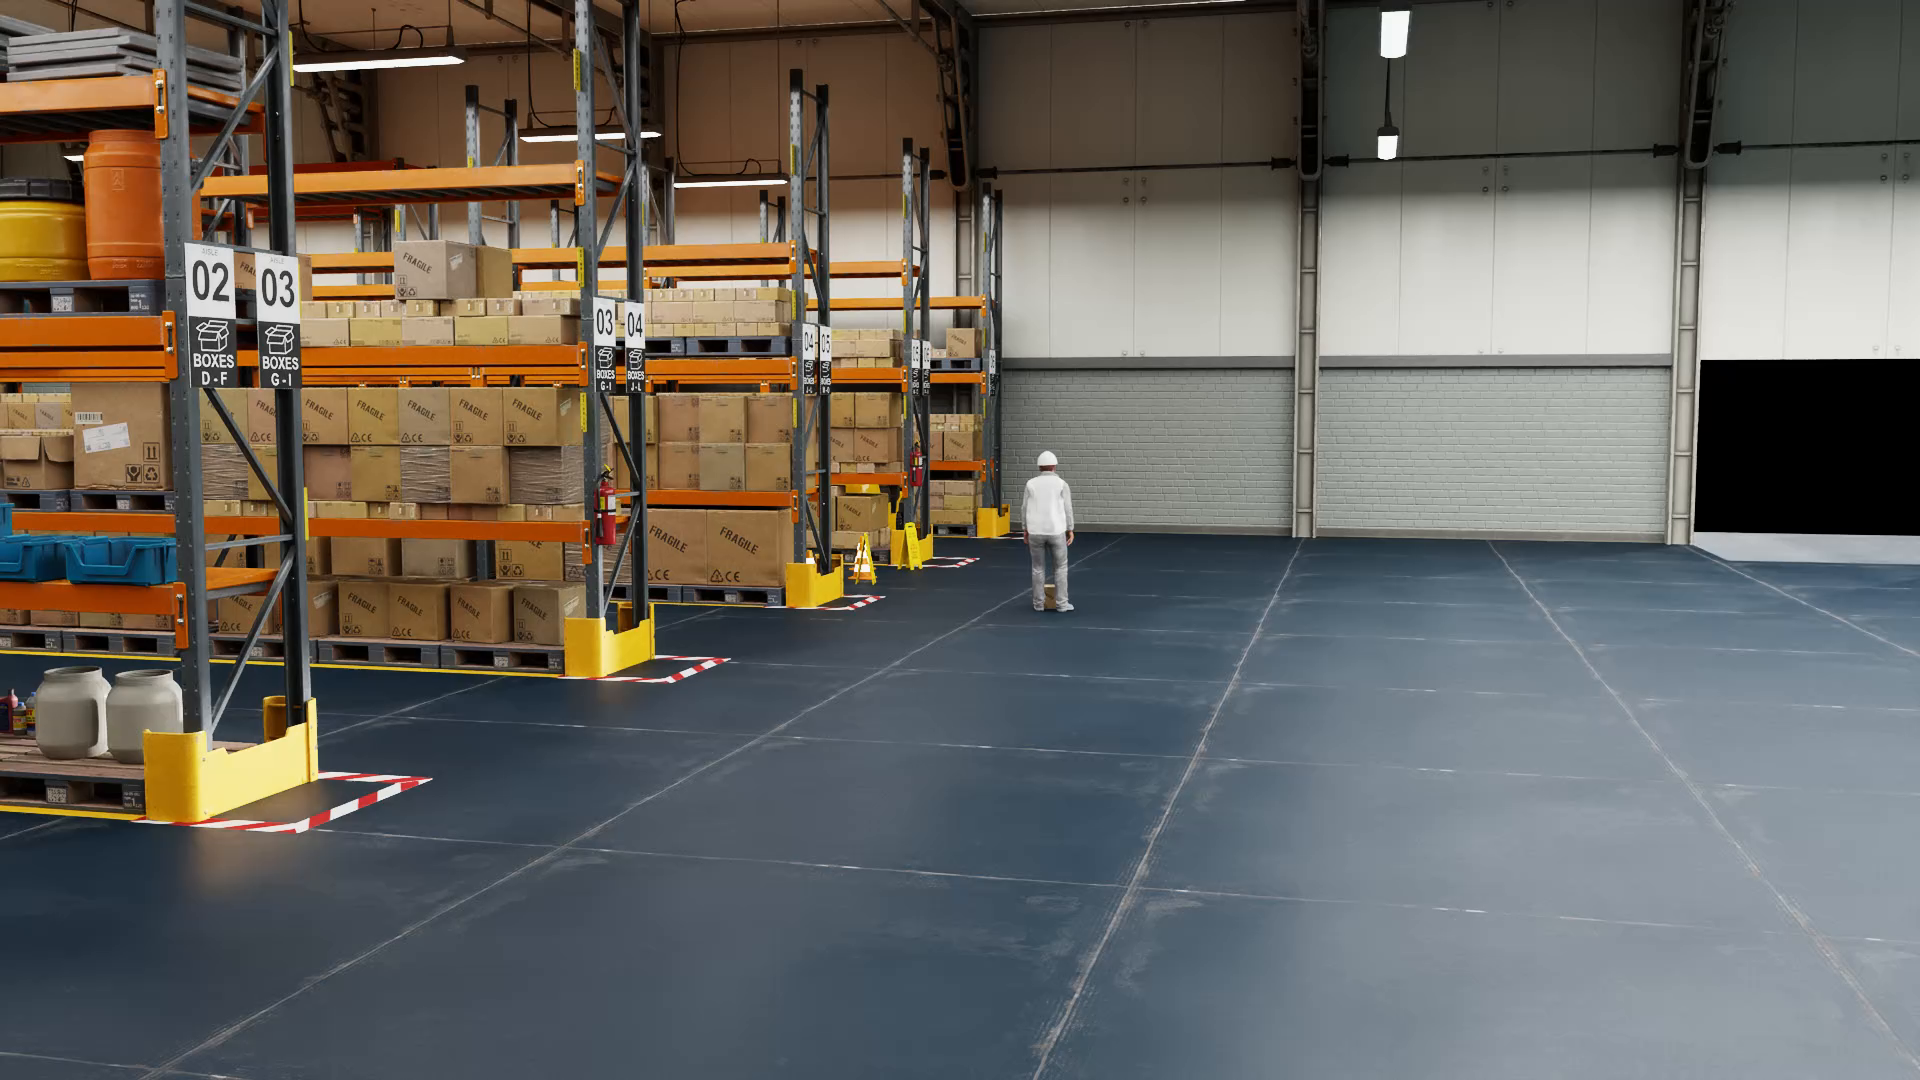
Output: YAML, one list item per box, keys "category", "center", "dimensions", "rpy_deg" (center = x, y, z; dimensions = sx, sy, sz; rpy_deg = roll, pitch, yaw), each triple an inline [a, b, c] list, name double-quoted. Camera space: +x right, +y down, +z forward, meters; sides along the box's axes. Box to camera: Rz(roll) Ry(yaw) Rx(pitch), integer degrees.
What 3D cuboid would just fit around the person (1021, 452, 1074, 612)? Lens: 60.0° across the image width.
- category: "person"
  center: [0.977, -0.095, 18.483]
  dimensions: [0.580, 1.771, 0.464]
  rpy_deg: [1, 5, 14]
